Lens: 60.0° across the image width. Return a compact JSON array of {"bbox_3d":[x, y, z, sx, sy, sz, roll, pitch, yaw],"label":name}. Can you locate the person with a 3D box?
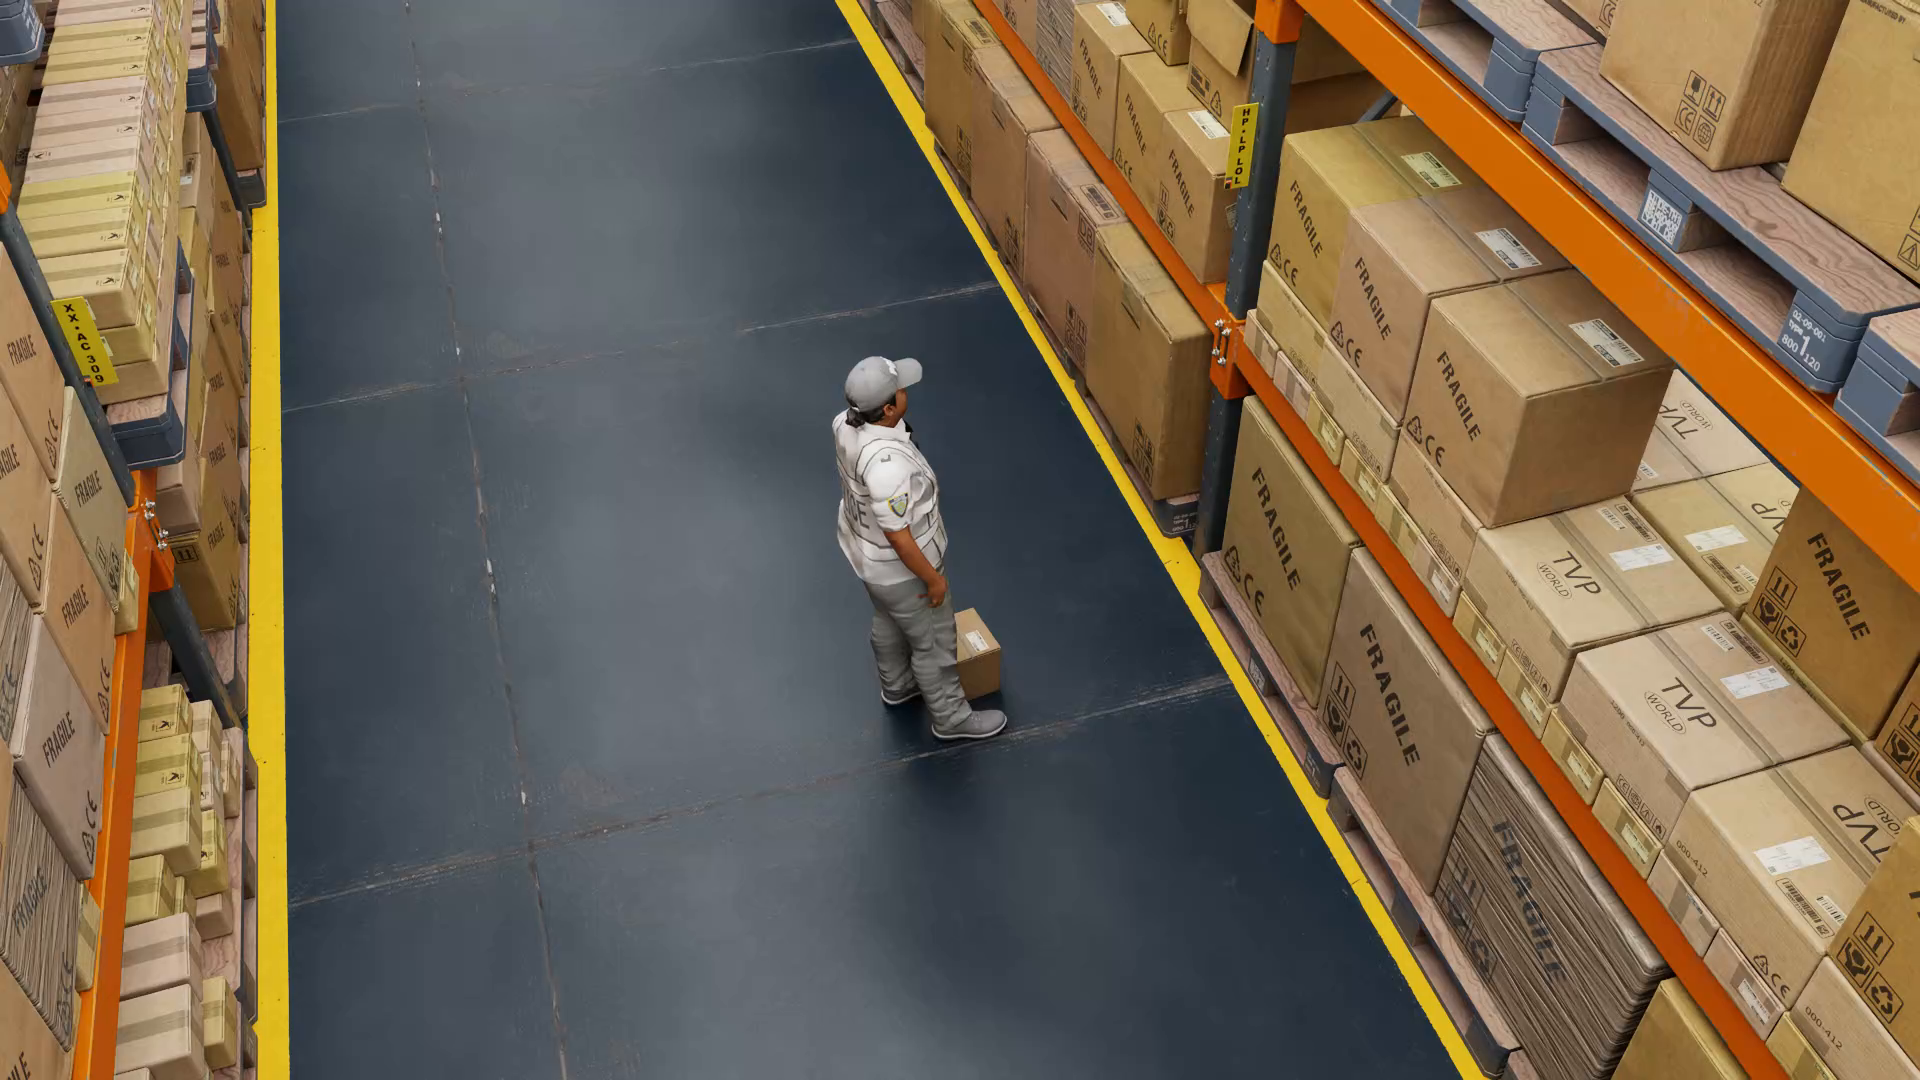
[{"bbox_3d":[-0.158,0.026,6.114,0.529,1.671,0.599,-17,45,-17],"label":"person"}]
